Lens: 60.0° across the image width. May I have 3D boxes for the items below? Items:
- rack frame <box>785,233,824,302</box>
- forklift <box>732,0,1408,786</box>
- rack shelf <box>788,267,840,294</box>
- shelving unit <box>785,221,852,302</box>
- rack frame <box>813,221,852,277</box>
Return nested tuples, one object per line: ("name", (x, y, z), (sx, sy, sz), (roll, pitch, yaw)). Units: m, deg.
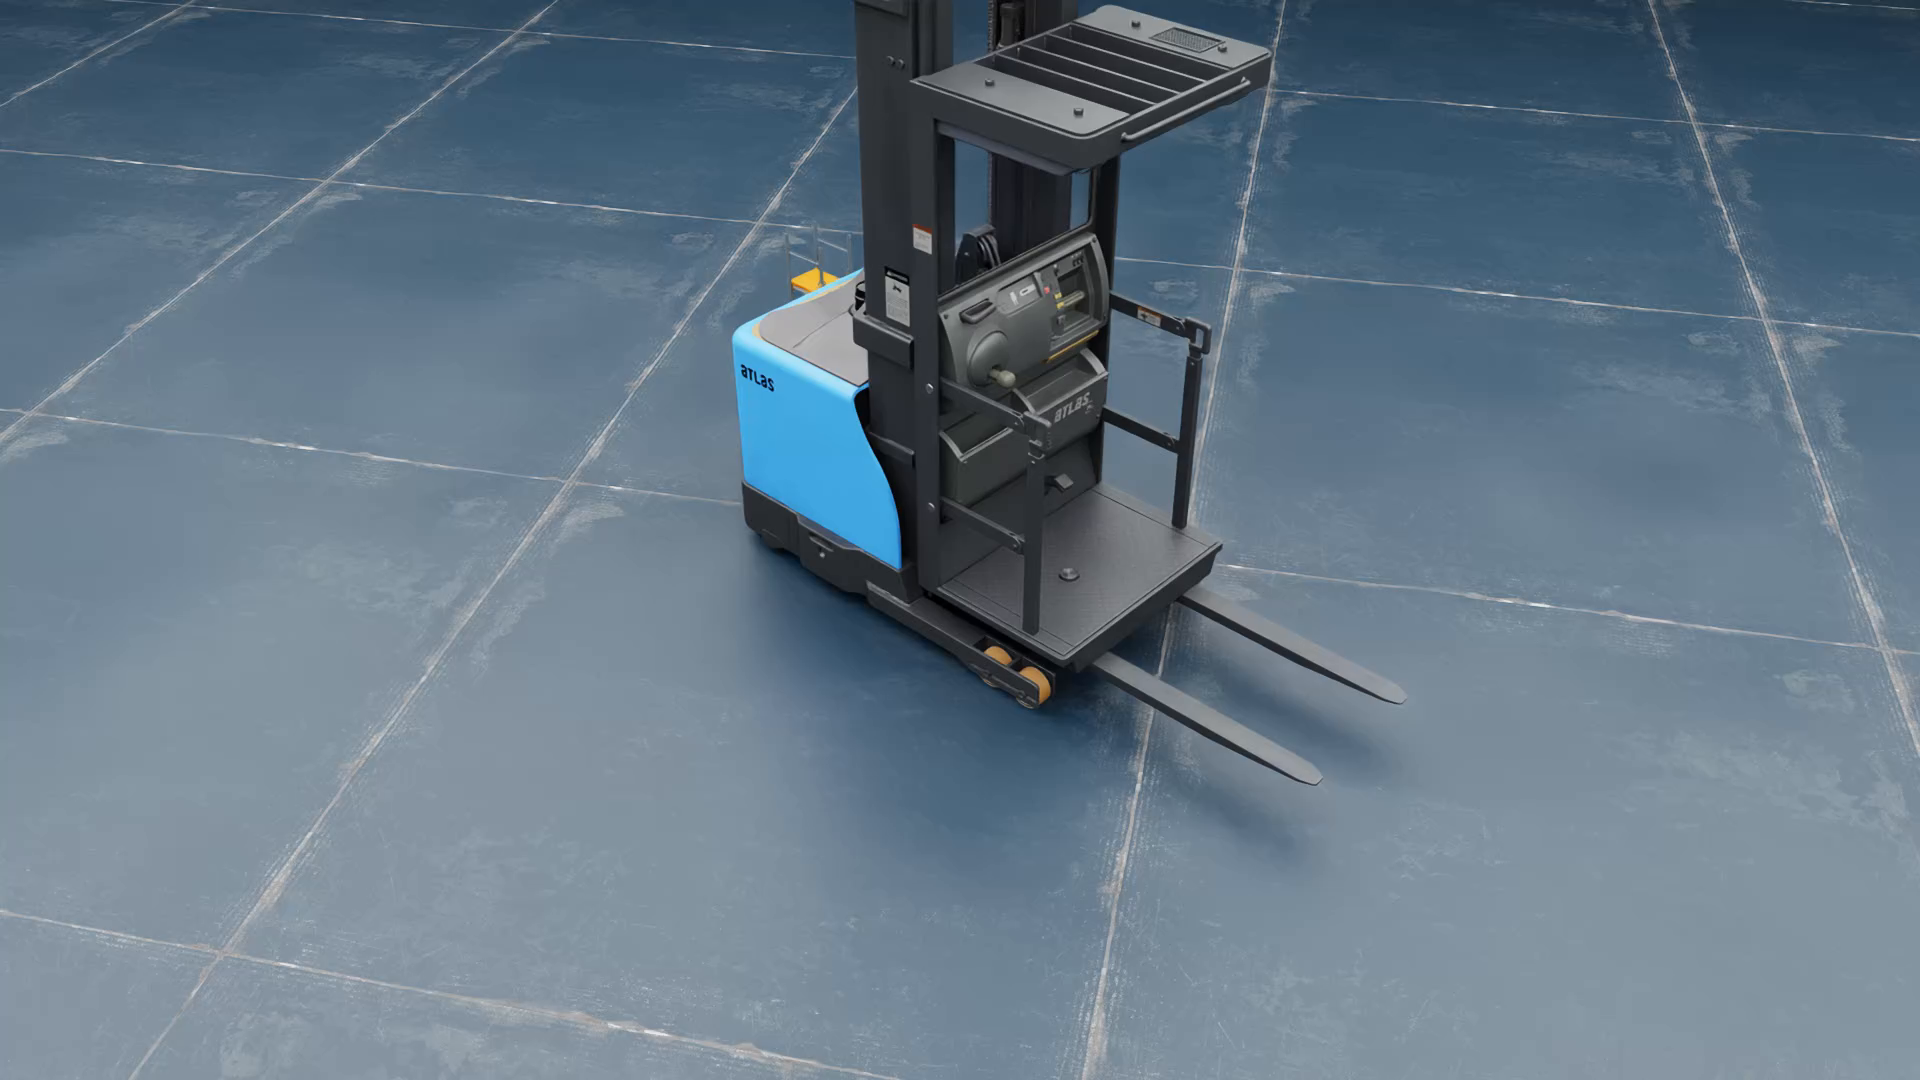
("rack frame", (-0.712, -0.873, 7.926), (0.240, 1.200, 0.006), (27, 43, 33))
("forklift", (0.421, -0.849, 6.423), (3.031, 2.935, 1.130), (28, 45, 33))
("rack shelf", (-0.653, -1.171, 7.801), (0.258, 0.103, 0.180), (27, 43, 33))
("shelving unit", (-0.651, -0.913, 7.982), (0.258, 1.200, 0.189), (27, 43, 33))
("rack frame", (-0.590, -0.952, 8.038), (0.240, 1.200, 0.006), (27, 43, 33))
